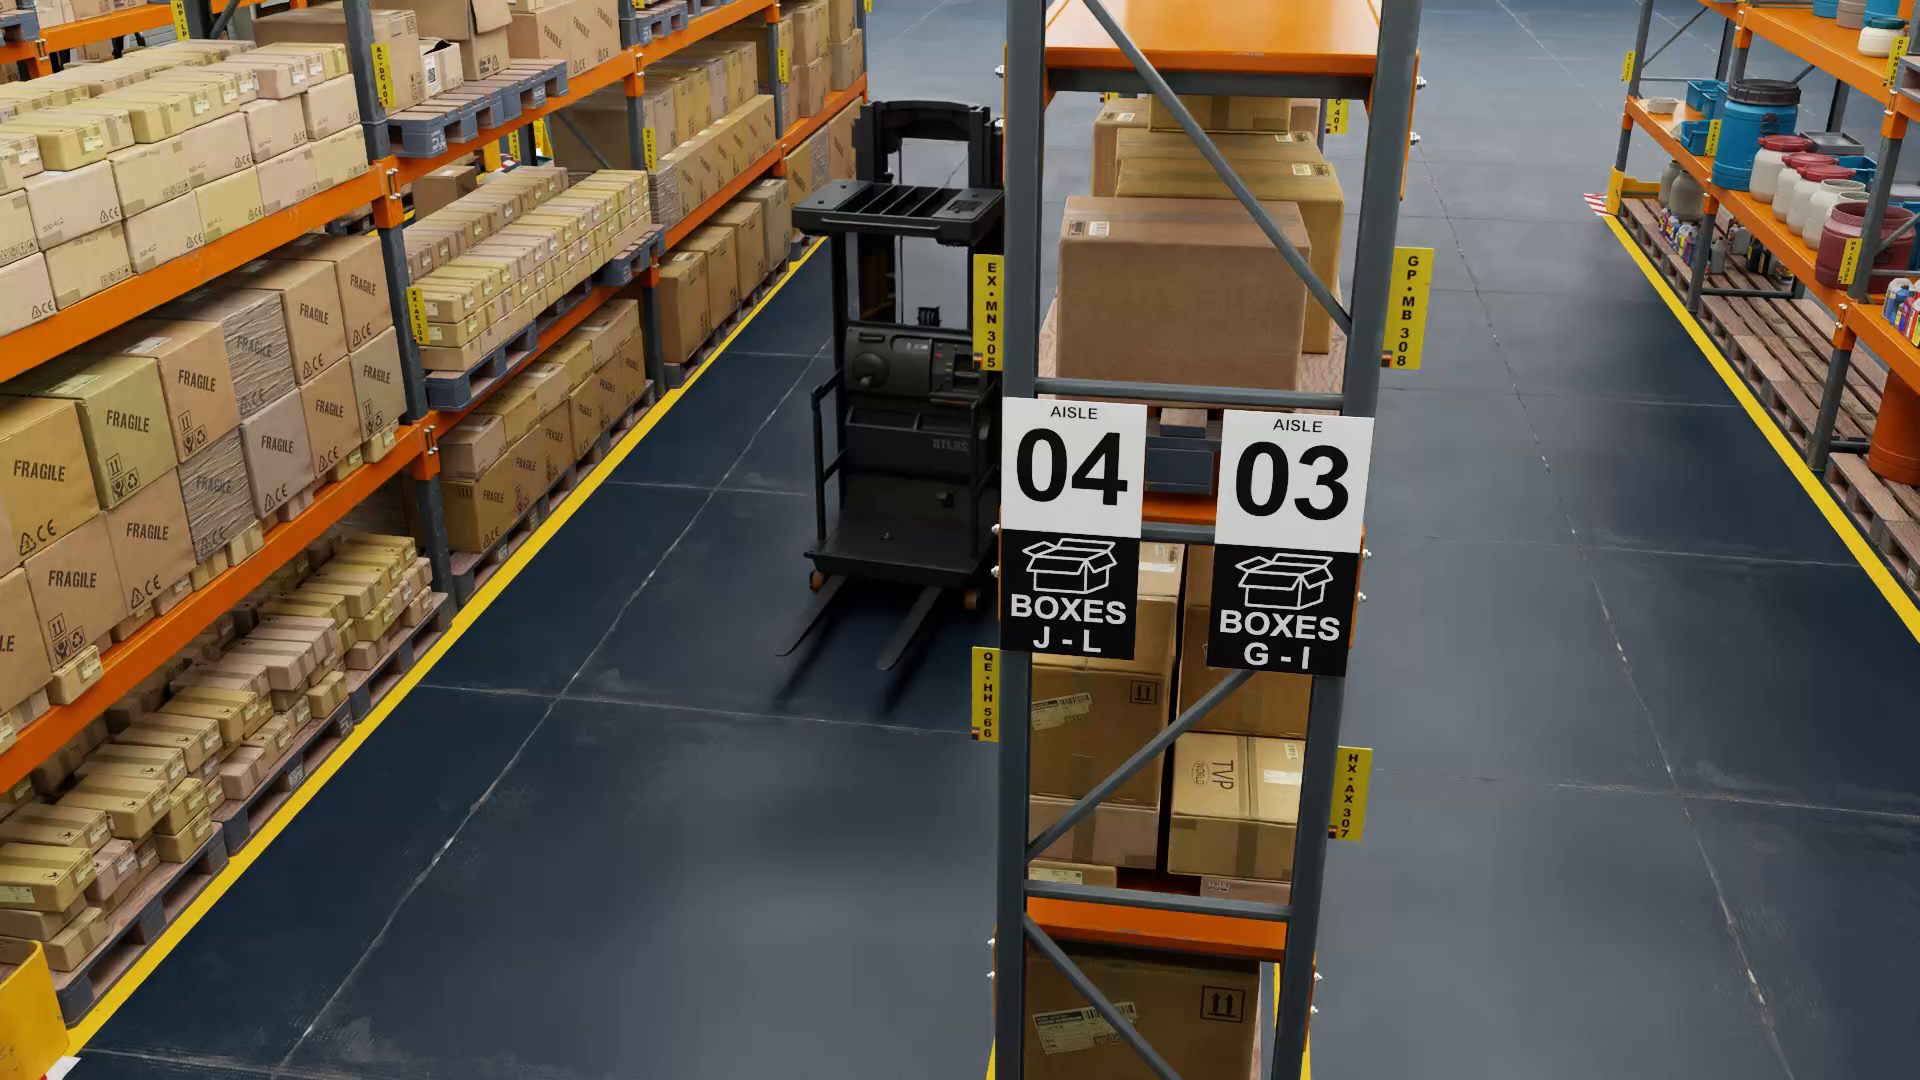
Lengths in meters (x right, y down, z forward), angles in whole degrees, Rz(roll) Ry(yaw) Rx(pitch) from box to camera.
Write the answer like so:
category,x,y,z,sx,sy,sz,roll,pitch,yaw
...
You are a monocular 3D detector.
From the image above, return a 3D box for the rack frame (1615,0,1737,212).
category,x,y,z,sx,sy,sz,roll,pitch,yaw
rack frame,8.120,-5.201,18.823,1.000,3.000,0.127,4,25,9

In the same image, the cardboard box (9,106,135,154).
category,x,y,z,sx,sy,sz,roll,pitch,yaw
cardboard box,-3.697,-1.703,6.929,0.380,0.149,0.250,5,26,10

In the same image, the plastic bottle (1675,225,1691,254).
category,x,y,z,sx,sy,sz,roll,pitch,yaw
plastic bottle,7.402,-3.066,16.956,0.152,0.276,0.135,4,25,9

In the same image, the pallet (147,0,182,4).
category,x,y,z,sx,sy,sz,roll,pitch,yaw
pallet,-7.569,-5.146,15.390,1.213,0.211,1.003,4,25,9

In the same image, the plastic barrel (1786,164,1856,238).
category,x,y,z,sx,sy,sz,roll,pitch,yaw
plastic barrel,6.903,-2.717,13.356,0.433,0.535,0.433,0,25,0

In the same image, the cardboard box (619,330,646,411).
category,x,y,z,sx,sy,sz,roll,pitch,yaw
cardboard box,-2.800,-1.349,13.047,0.500,0.500,0.500,4,25,8

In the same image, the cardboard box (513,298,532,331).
category,x,y,z,sx,sy,sz,roll,pitch,yaw
cardboard box,-2.960,-1.446,10.602,0.380,0.149,0.250,4,25,9

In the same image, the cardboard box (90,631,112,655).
category,x,y,z,sx,sy,sz,roll,pitch,yaw
cardboard box,-3.877,0.427,7.096,0.380,0.149,0.250,5,26,11

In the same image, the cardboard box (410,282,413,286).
category,x,y,z,sx,sy,sz,roll,pitch,yaw
cardboard box,-3.649,-1.516,10.401,0.380,0.149,0.250,5,26,11

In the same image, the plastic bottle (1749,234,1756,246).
category,x,y,z,sx,sy,sz,roll,pitch,yaw
plastic bottle,8.108,-3.093,16.926,0.144,0.351,0.185,4,25,8

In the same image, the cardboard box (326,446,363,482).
category,x,y,z,sx,sy,sz,roll,pitch,yaw
cardboard box,-3.457,-0.439,8.946,0.380,0.149,0.250,5,26,11

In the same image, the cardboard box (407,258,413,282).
category,x,y,z,sx,sy,sz,roll,pitch,yaw
cardboard box,-3.644,-1.659,10.355,0.380,0.149,0.250,3,25,7

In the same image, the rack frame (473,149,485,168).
category,x,y,z,sx,sy,sz,roll,pitch,yaw
rack frame,-6.543,-6.231,21.023,1.000,3.000,0.127,4,25,9

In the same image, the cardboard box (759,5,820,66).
category,x,y,z,sx,sy,sz,roll,pitch,yaw
cardboard box,-2.003,-5.420,17.841,0.875,0.550,0.550,4,25,9

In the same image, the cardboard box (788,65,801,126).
category,x,y,z,sx,sy,sz,roll,pitch,yaw
cardboard box,-2.181,-4.712,17.601,0.875,0.550,0.550,4,25,9

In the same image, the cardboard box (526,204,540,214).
category,x,y,z,sx,sy,sz,roll,pitch,yaw
cardboard box,-3.310,-2.382,12.250,0.380,0.149,0.250,3,25,7

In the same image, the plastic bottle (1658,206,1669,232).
category,x,y,z,sx,sy,sz,roll,pitch,yaw
plastic bottle,7.516,-3.428,17.734,0.097,0.271,0.097,0,25,0

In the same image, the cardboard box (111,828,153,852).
category,x,y,z,sx,sy,sz,roll,pitch,yaw
cardboard box,-3.866,1.308,7.435,0.380,0.149,0.250,4,25,9

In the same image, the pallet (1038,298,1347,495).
category,x,y,z,sx,sy,sz,roll,pitch,yaw
pallet,0.730,-0.482,5.307,1.003,0.211,1.213,4,25,9

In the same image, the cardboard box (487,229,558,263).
category,x,y,z,sx,sy,sz,roll,pitch,yaw
cardboard box,-2.876,-1.931,10.936,0.380,0.149,0.250,5,26,10

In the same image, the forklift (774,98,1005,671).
category,x,y,z,sx,sy,sz,roll,pitch,yaw
forklift,-0.318,-1.061,10.060,1.130,2.935,3.031,7,26,14

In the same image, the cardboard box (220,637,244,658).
category,x,y,z,sx,sy,sz,roll,pitch,yaw
cardboard box,-4.051,0.627,8.889,0.380,0.149,0.250,5,26,11

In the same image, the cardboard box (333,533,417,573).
category,x,y,z,sx,sy,sz,roll,pitch,yaw
cardboard box,-3.405,0.087,9.691,0.380,0.149,0.250,5,25,10

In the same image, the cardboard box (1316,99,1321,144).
category,x,y,z,sx,sy,sz,roll,pitch,yaw
cardboard box,1.204,-1.833,7.358,0.700,0.500,0.500,3,25,5

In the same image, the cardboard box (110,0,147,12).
category,x,y,z,sx,sy,sz,roll,pitch,yaw
cardboard box,-7.629,-4.930,14.584,0.797,0.503,0.637,4,25,9

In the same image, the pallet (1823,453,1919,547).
category,x,y,z,sx,sy,sz,roll,pitch,yaw
pallet,6.725,-0.260,11.555,1.003,0.211,1.213,4,25,9

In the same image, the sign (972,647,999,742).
category,x,y,z,sx,sy,sz,roll,pitch,yaw
sign,0.086,0.473,5.057,0.100,0.325,0.005,4,25,9

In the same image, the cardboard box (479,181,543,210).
category,x,y,z,sx,sy,sz,roll,pitch,yaw
cardboard box,-3.303,-2.535,12.227,0.380,0.149,0.250,4,25,8

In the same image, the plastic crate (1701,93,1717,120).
category,x,y,z,sx,sy,sz,roll,pitch,yaw
plastic crate,8.222,-4.632,17.784,0.499,0.251,0.408,4,25,9

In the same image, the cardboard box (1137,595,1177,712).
category,x,y,z,sx,sy,sz,roll,pitch,yaw
cardboard box,0.603,0.435,6.609,0.500,0.250,0.500,3,25,7

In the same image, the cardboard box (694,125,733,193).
category,x,y,z,sx,sy,sz,roll,pitch,yaw
cardboard box,-2.364,-3.430,14.923,0.500,0.500,0.500,4,25,8

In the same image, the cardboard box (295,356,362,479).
category,x,y,z,sx,sy,sz,roll,pitch,yaw
cardboard box,-3.490,-0.652,8.636,0.500,0.500,0.500,3,25,7

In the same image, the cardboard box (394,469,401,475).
category,x,y,z,sx,sy,sz,roll,pitch,yaw
cardboard box,-3.732,-0.638,10.643,0.500,0.250,0.500,3,25,7

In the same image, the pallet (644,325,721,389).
category,x,y,z,sx,sy,sz,roll,pitch,yaw
pallet,-2.747,-1.646,14.517,1.003,0.211,1.213,4,25,9

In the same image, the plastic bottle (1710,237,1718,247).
category,x,y,z,sx,sy,sz,roll,pitch,yaw
plastic bottle,7.469,-2.864,16.523,0.152,0.276,0.135,4,25,9

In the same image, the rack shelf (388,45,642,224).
category,x,y,z,sx,sy,sz,roll,pitch,yaw
rack shelf,-3.277,-2.780,10.962,1.077,0.370,4.000,4,25,9

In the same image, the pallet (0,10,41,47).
category,x,y,z,sx,sy,sz,roll,pitch,yaw
pallet,-7.903,-3.885,12.696,1.213,0.211,1.003,5,26,11

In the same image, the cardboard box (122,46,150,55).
category,x,y,z,sx,sy,sz,roll,pitch,yaw
cardboard box,-7.698,-4.588,15.784,0.380,0.149,0.250,5,26,11

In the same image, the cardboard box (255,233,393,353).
category,x,y,z,sx,sy,sz,roll,pitch,yaw
cardboard box,-3.414,-1.329,8.902,0.500,0.500,0.500,3,25,7

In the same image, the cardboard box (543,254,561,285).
category,x,y,z,sx,sy,sz,roll,pitch,yaw
cardboard box,-2.876,-1.804,11.017,0.380,0.149,0.250,4,25,8

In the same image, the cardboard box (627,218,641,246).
category,x,y,z,sx,sy,sz,roll,pitch,yaw
cardboard box,-2.620,-2.319,12.466,0.380,0.149,0.250,4,25,8

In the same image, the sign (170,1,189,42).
category,x,y,z,sx,sy,sz,roll,pitch,yaw
sign,-4.152,-2.719,8.908,0.100,0.325,0.005,4,25,9

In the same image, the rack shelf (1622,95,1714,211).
category,x,y,z,sx,sy,sz,roll,pitch,yaw
rack shelf,7.793,-4.039,17.188,1.077,0.370,4.000,4,25,9

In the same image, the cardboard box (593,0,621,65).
category,x,y,z,sx,sy,sz,roll,pitch,yaw
cardboard box,-2.793,-3.732,12.028,0.500,0.500,0.500,4,25,9

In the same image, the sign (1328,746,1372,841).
category,x,y,z,sx,sy,sz,roll,pitch,yaw
sign,1.166,0.761,4.972,0.100,0.325,0.005,4,25,9

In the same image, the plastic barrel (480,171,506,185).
category,x,y,z,sx,sy,sz,roll,pitch,yaw
plastic barrel,-5.387,-4.095,19.499,0.421,0.421,0.512,-20,32,-36

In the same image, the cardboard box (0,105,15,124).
category,x,y,z,sx,sy,sz,roll,pitch,yaw
cardboard box,-4.220,-1.737,7.002,0.380,0.149,0.250,3,25,7

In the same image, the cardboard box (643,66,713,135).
category,x,y,z,sx,sy,sz,roll,pitch,yaw
cardboard box,-2.621,-3.909,14.766,0.700,0.500,0.500,4,25,8

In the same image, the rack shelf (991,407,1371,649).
category,x,y,z,sx,sy,sz,roll,pitch,yaw
rack shelf,0.946,-0.722,6.564,1.077,0.370,4.000,4,25,9

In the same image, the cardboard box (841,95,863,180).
category,x,y,z,sx,sy,sz,roll,pitch,yaw
cardboard box,-1.689,-4.870,20.126,0.875,0.875,0.875,4,25,9

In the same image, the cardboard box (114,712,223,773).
category,x,y,z,sx,sy,sz,roll,pitch,yaw
cardboard box,-3.730,0.953,7.842,0.380,0.149,0.250,5,26,11

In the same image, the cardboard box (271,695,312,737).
category,x,y,z,sx,sy,sz,roll,pitch,yaw
cardboard box,-3.610,0.915,8.625,0.380,0.149,0.250,4,25,10

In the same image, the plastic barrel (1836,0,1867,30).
category,x,y,z,sx,sy,sz,roll,pitch,yaw
plastic barrel,7.491,-4.612,13.436,0.600,0.901,0.600,0,25,0

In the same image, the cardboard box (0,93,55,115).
category,x,y,z,sx,sy,sz,roll,pitch,yaw
cardboard box,-4.183,-1.847,7.237,0.380,0.149,0.250,3,25,7

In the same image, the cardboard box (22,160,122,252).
category,x,y,z,sx,sy,sz,roll,pitch,yaw
cardboard box,-3.751,-1.350,6.644,0.500,0.250,0.500,4,25,9

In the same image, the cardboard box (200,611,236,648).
category,x,y,z,sx,sy,sz,roll,pitch,yaw
cardboard box,-4.103,0.482,8.848,0.380,0.149,0.250,5,25,10

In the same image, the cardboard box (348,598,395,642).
category,x,y,z,sx,sy,sz,roll,pitch,yaw
cardboard box,-3.400,0.436,9.297,0.380,0.149,0.250,3,25,7
